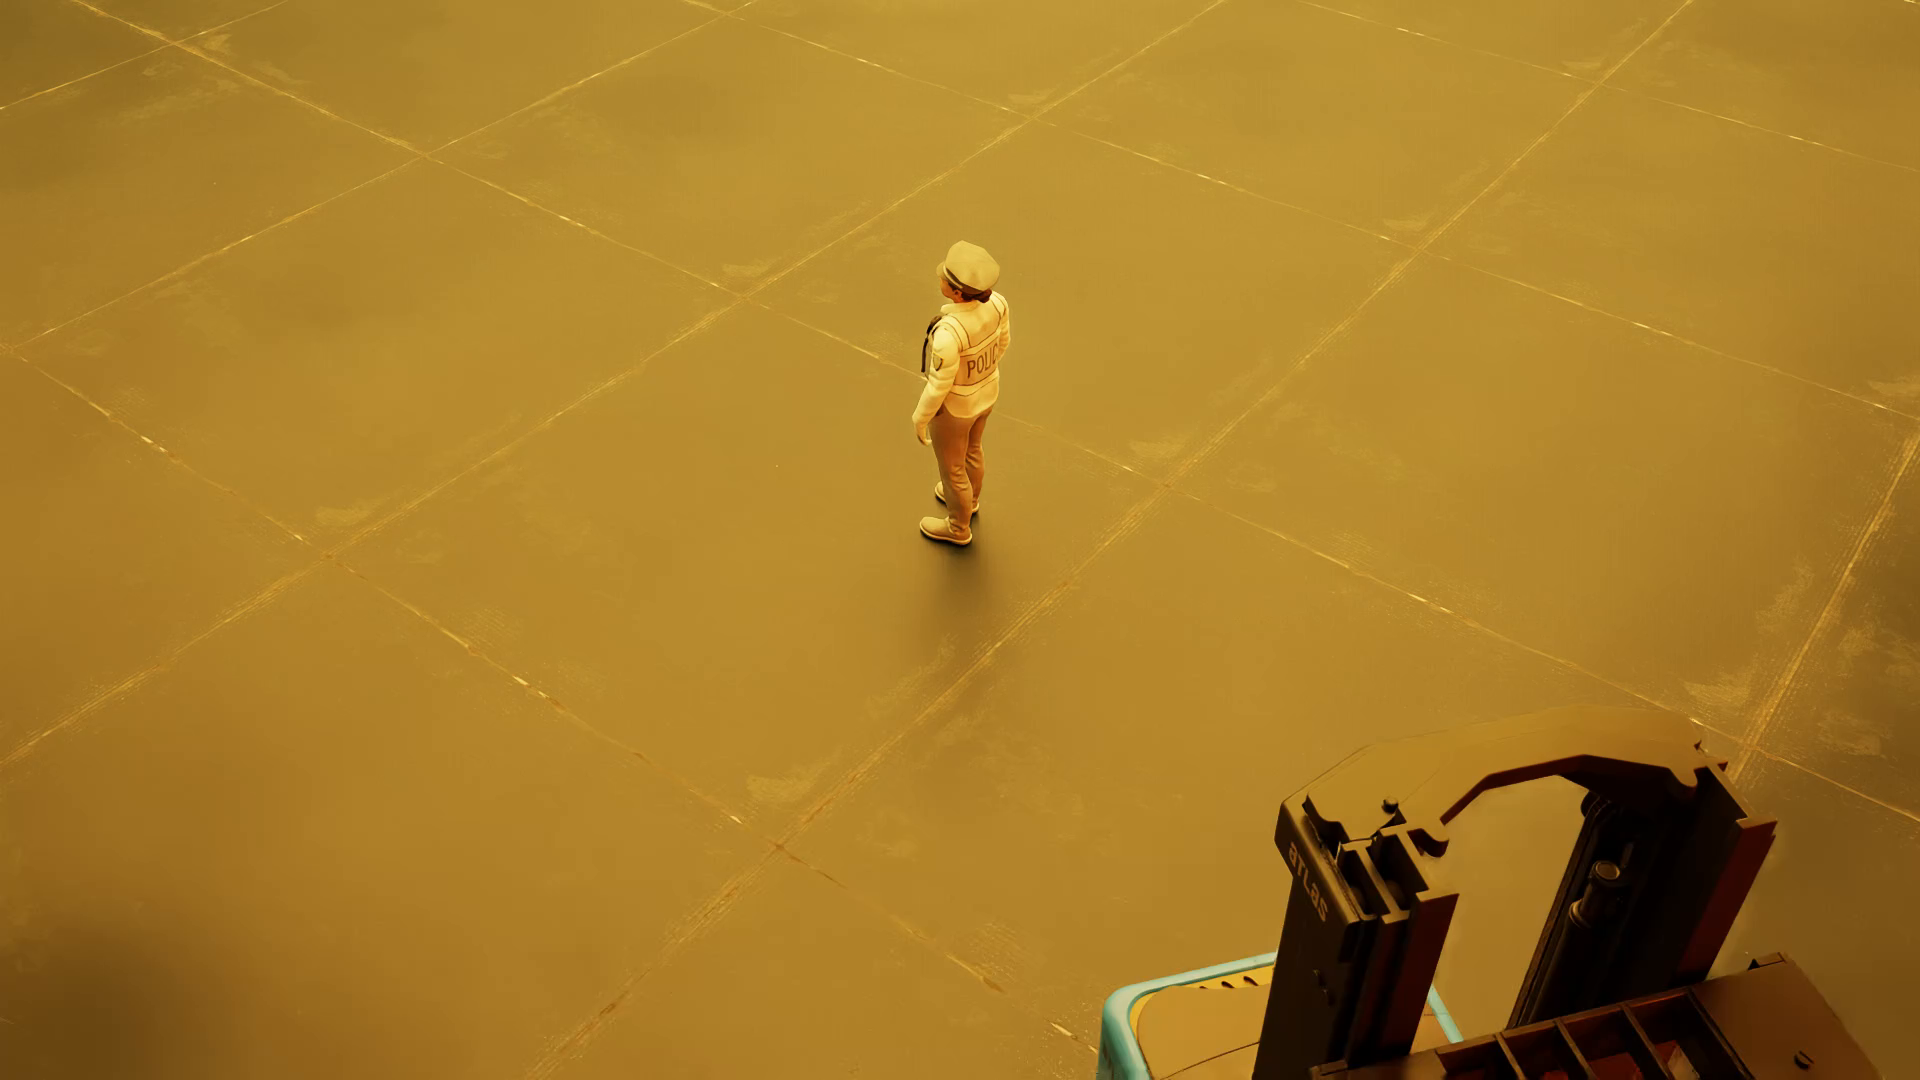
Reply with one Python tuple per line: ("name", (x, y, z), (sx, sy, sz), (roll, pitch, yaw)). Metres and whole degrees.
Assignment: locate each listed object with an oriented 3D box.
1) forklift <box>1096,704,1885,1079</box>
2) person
("forklift", (1.289, 1.923, 3.819), (1.130, 2.935, 3.031), (-10, 41, -11))
("person", (-0.049, -0.680, 7.814), (0.534, 1.696, 0.587), (26, 47, 28))
